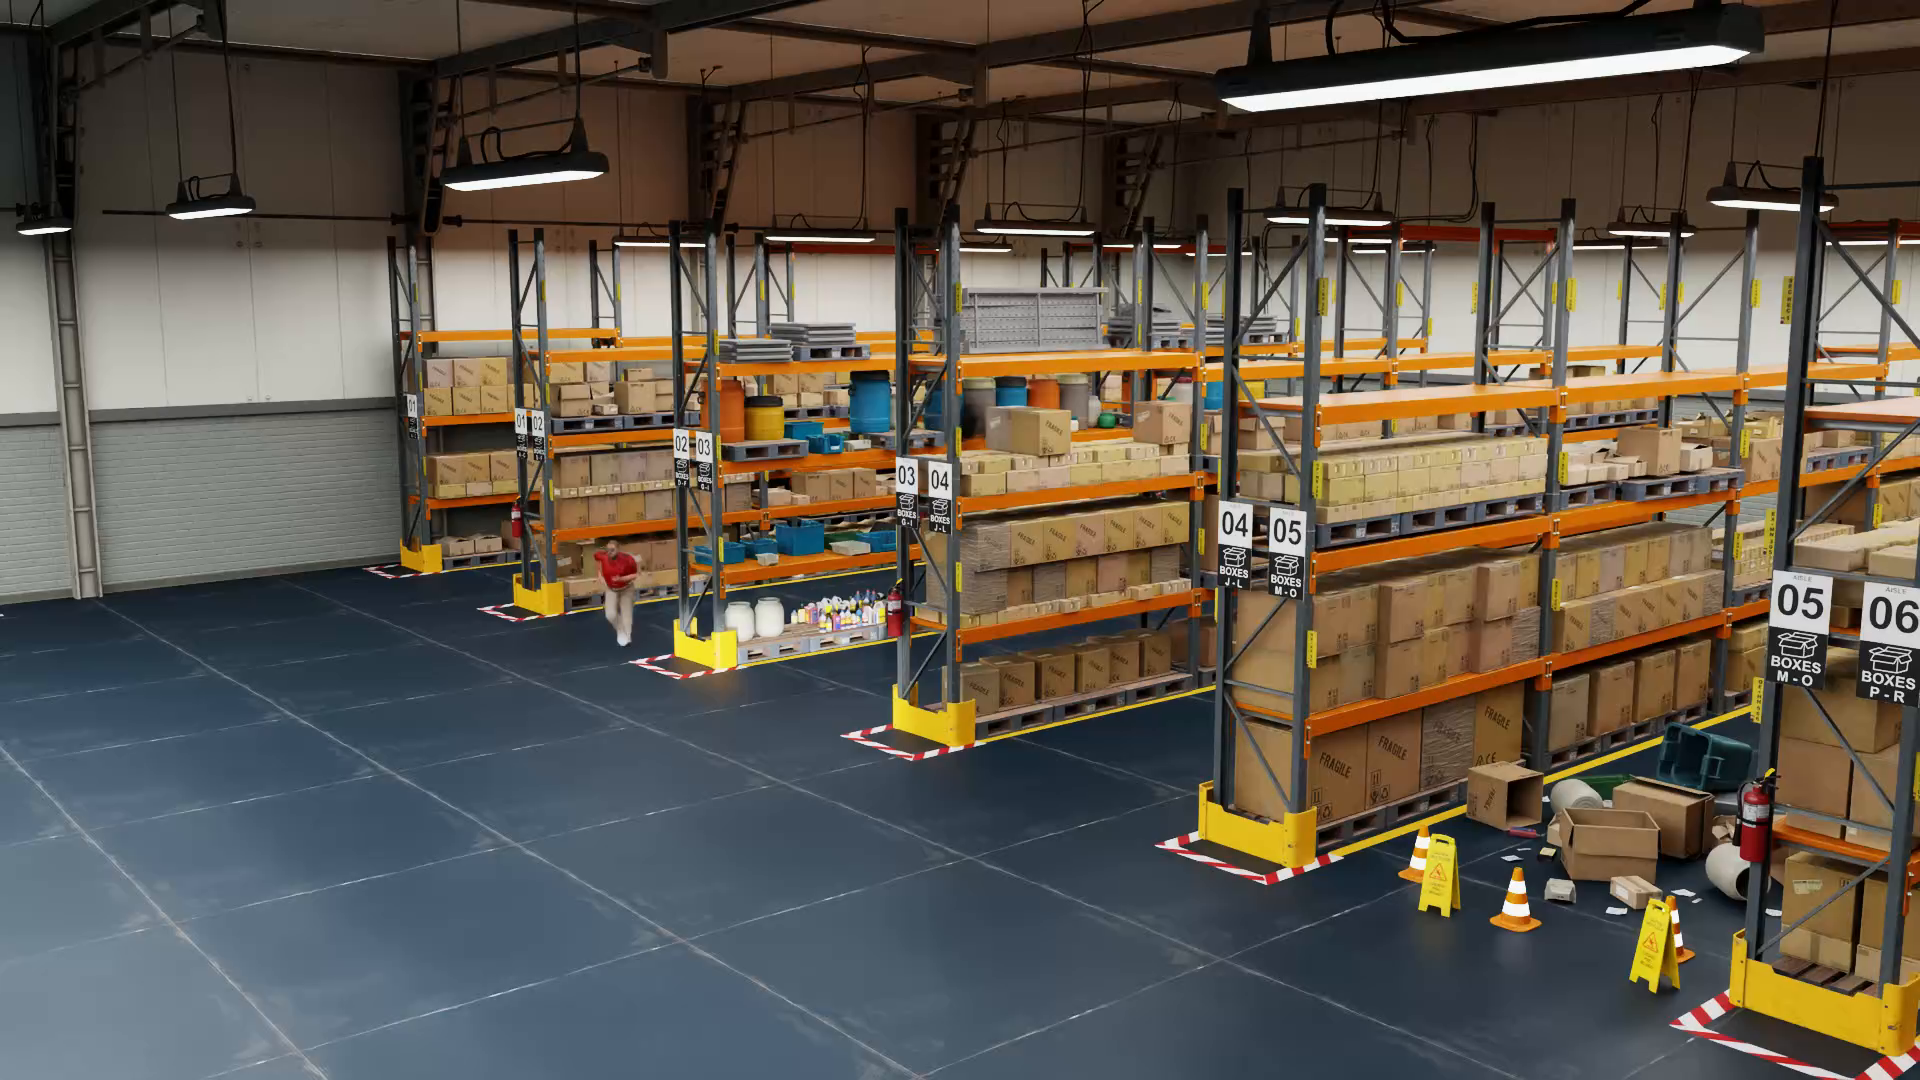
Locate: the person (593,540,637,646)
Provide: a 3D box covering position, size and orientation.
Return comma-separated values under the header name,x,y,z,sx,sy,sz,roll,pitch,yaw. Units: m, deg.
name,x,y,z,sx,sy,sz,roll,pitch,yaw
person,-4.875,0.750,23.578,0.679,1.588,0.937,0,9,3
